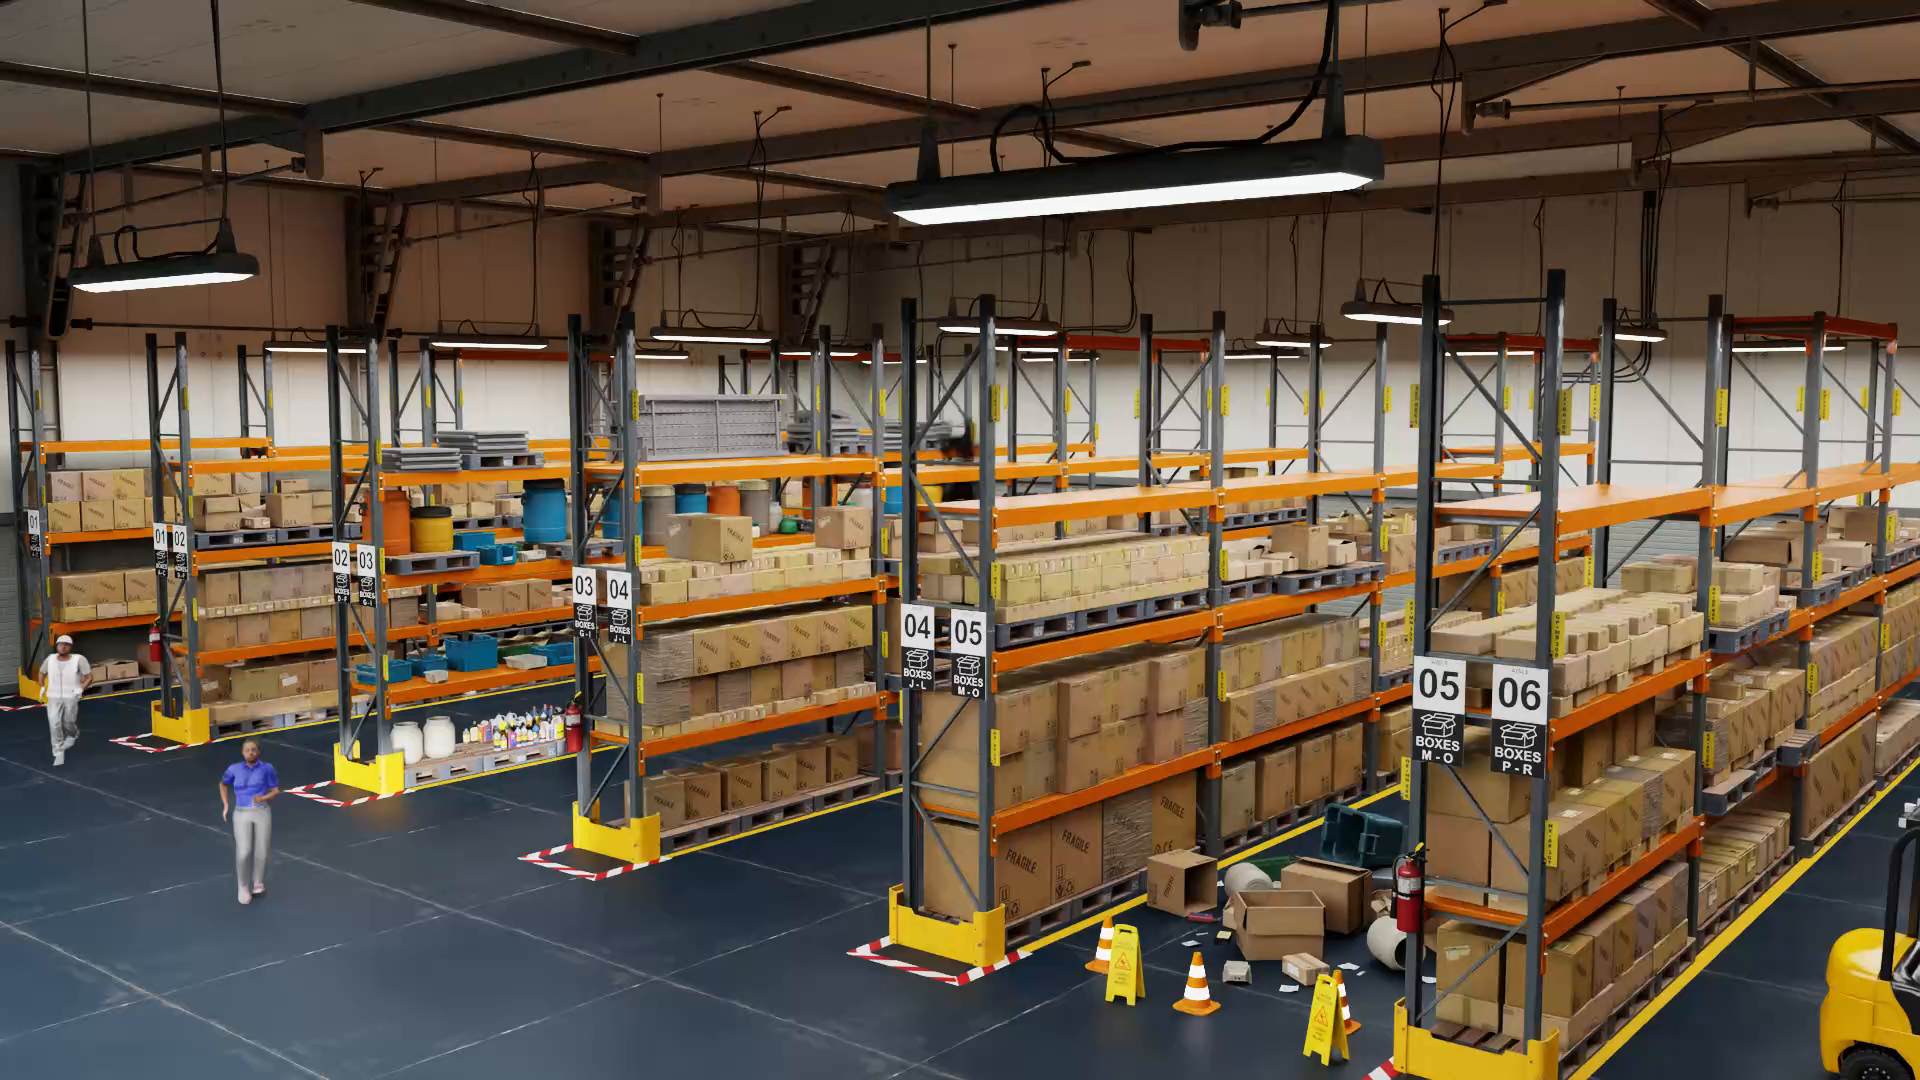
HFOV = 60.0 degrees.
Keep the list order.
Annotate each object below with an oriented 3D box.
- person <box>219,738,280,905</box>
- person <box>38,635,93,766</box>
[{"bbox_3d":[-7.162,2.836,16.802,0.545,1.669,0.697,-3,6,-26],"label":"person"},{"bbox_3d":[-12.530,2.208,23.296,0.704,1.765,0.845,-2,5,-18],"label":"person"}]
